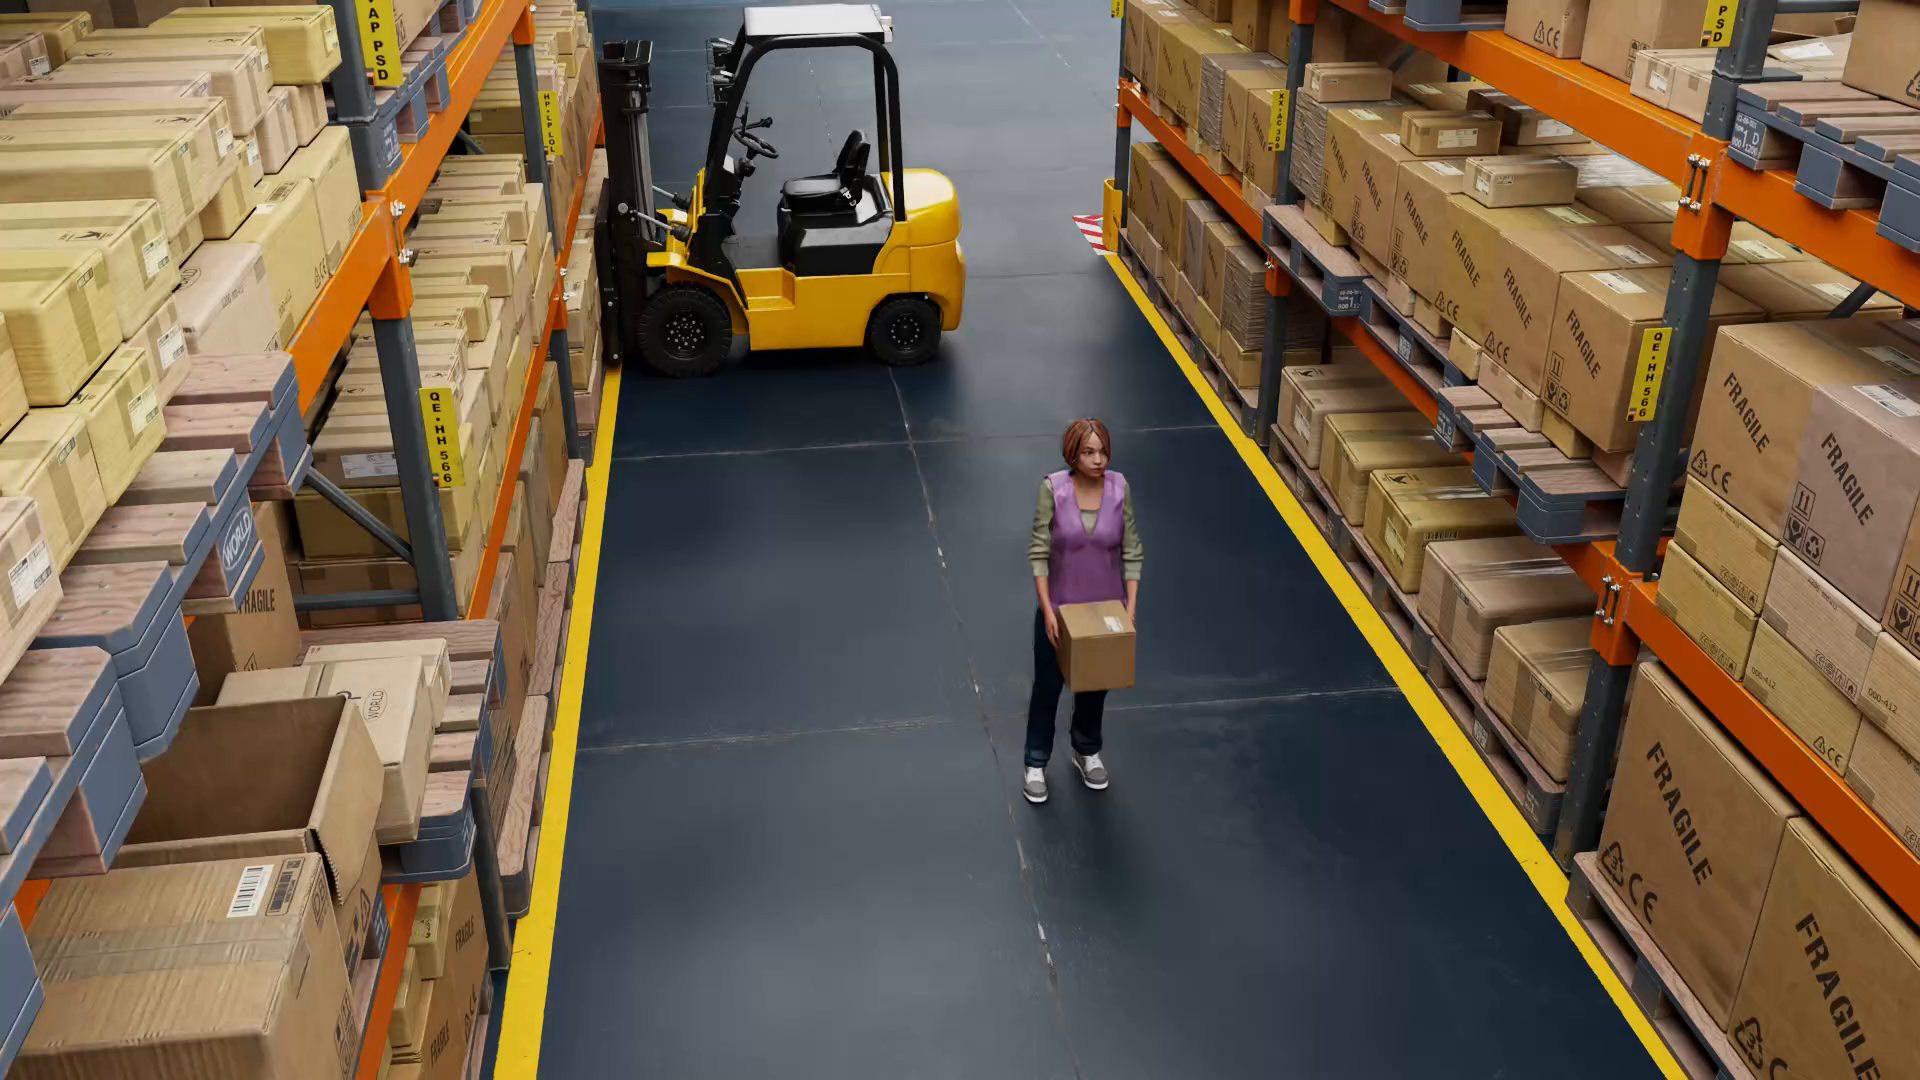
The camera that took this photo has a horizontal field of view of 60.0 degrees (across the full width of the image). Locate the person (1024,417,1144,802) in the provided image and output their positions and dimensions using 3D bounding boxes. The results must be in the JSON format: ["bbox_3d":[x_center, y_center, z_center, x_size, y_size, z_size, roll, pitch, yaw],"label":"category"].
[{"bbox_3d":[0.485,0.286,6.573,0.477,1.601,0.388,-4,28,-7],"label":"person"}]
